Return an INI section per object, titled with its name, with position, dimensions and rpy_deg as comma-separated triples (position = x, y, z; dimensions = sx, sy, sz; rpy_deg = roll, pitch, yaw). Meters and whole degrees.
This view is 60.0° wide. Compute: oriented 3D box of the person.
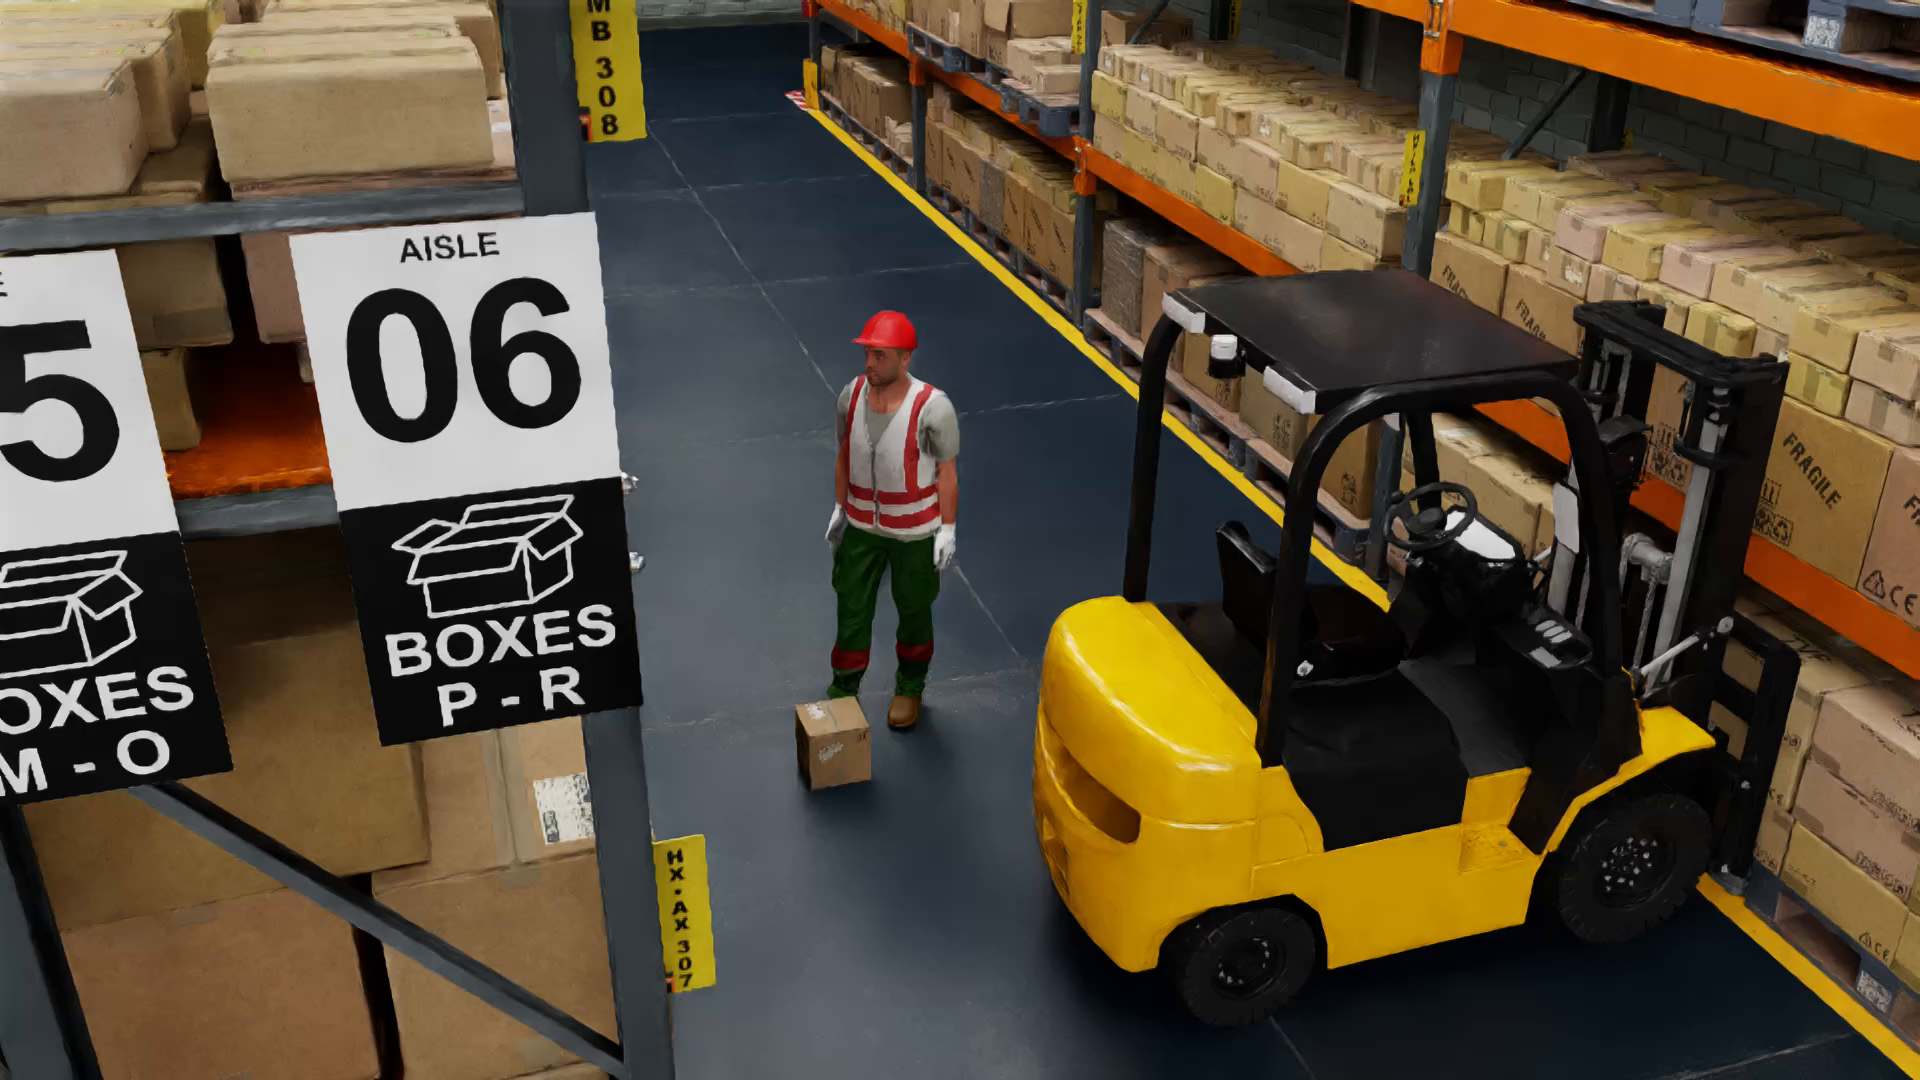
[person]
position = -0.316, -0.021, 6.601
dimensions = 0.547, 1.793, 0.554
rpy_deg = 11, 28, 21
